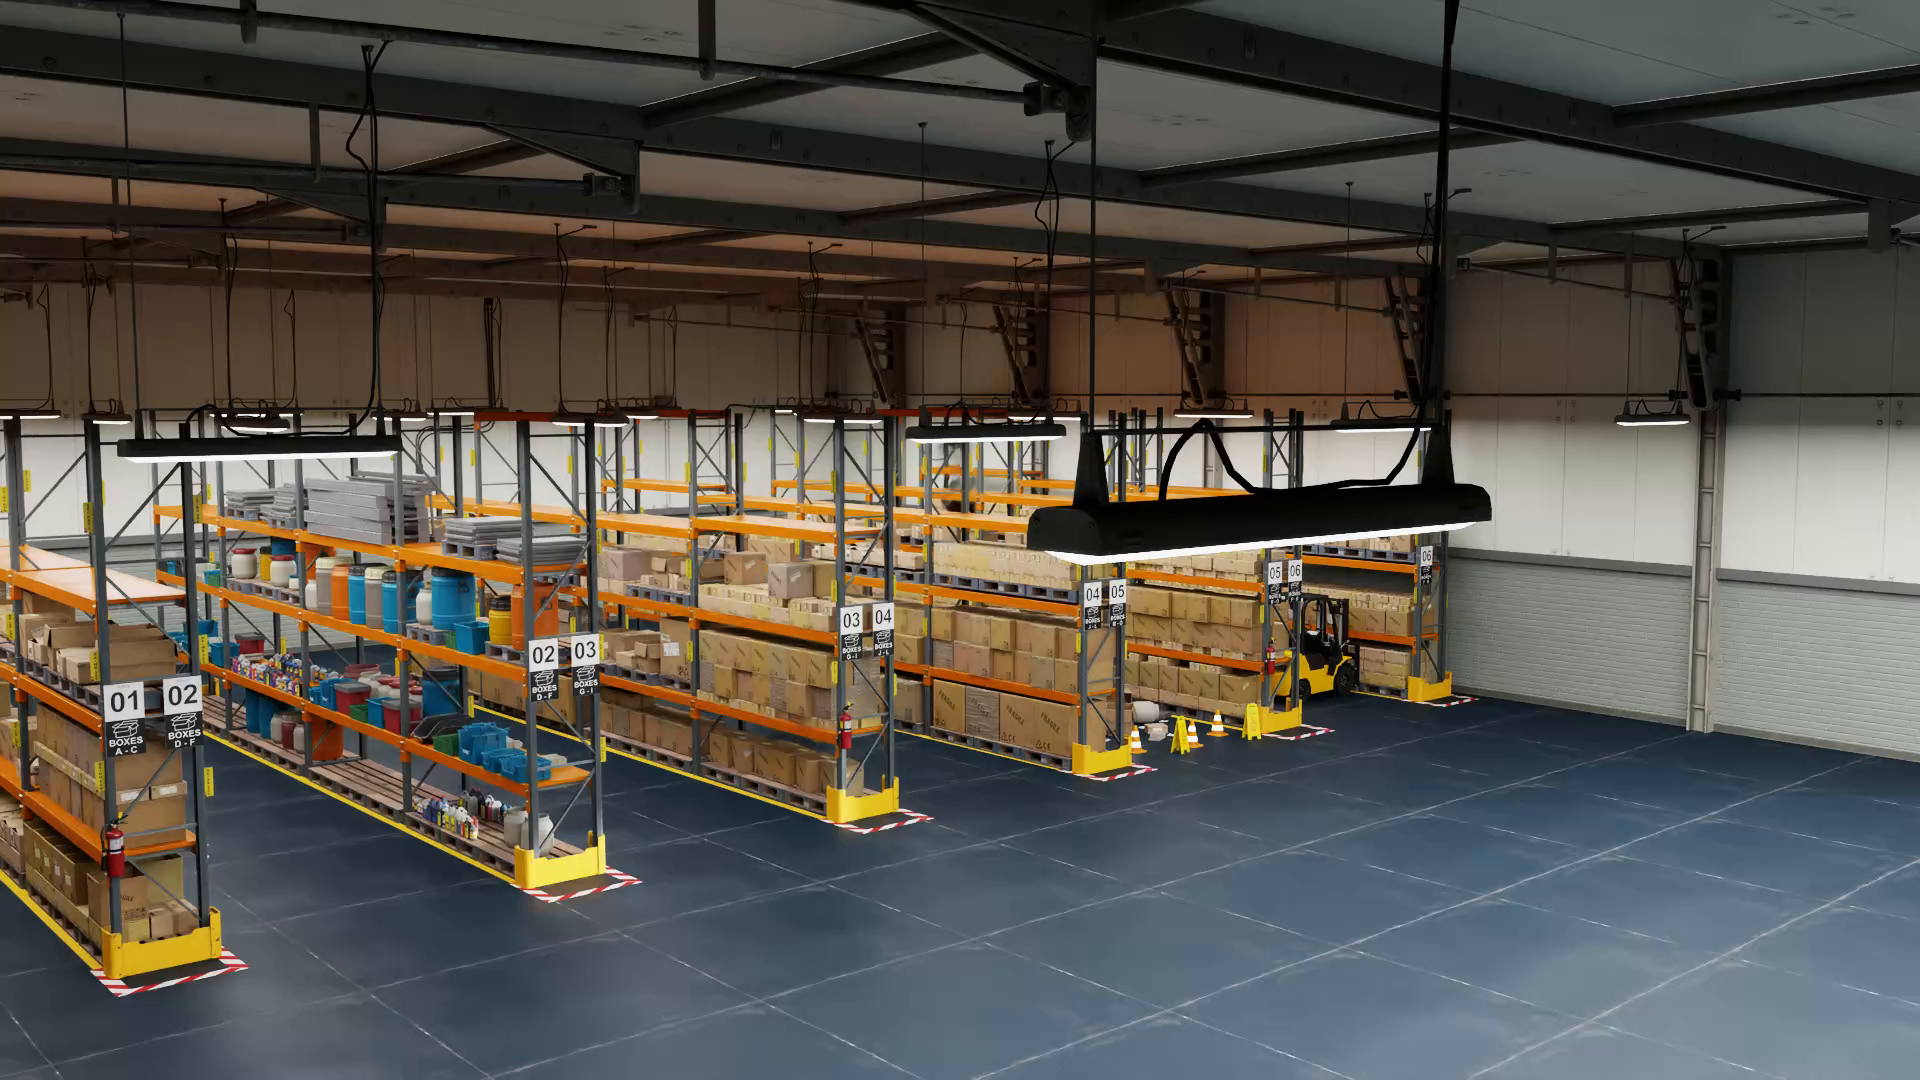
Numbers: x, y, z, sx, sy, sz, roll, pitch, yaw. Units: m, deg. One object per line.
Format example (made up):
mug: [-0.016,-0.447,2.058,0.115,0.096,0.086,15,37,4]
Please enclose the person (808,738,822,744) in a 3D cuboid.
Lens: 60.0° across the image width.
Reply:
person: [-2.948,2.804,30.414,1.098,1.752,0.700,4,6,39]
